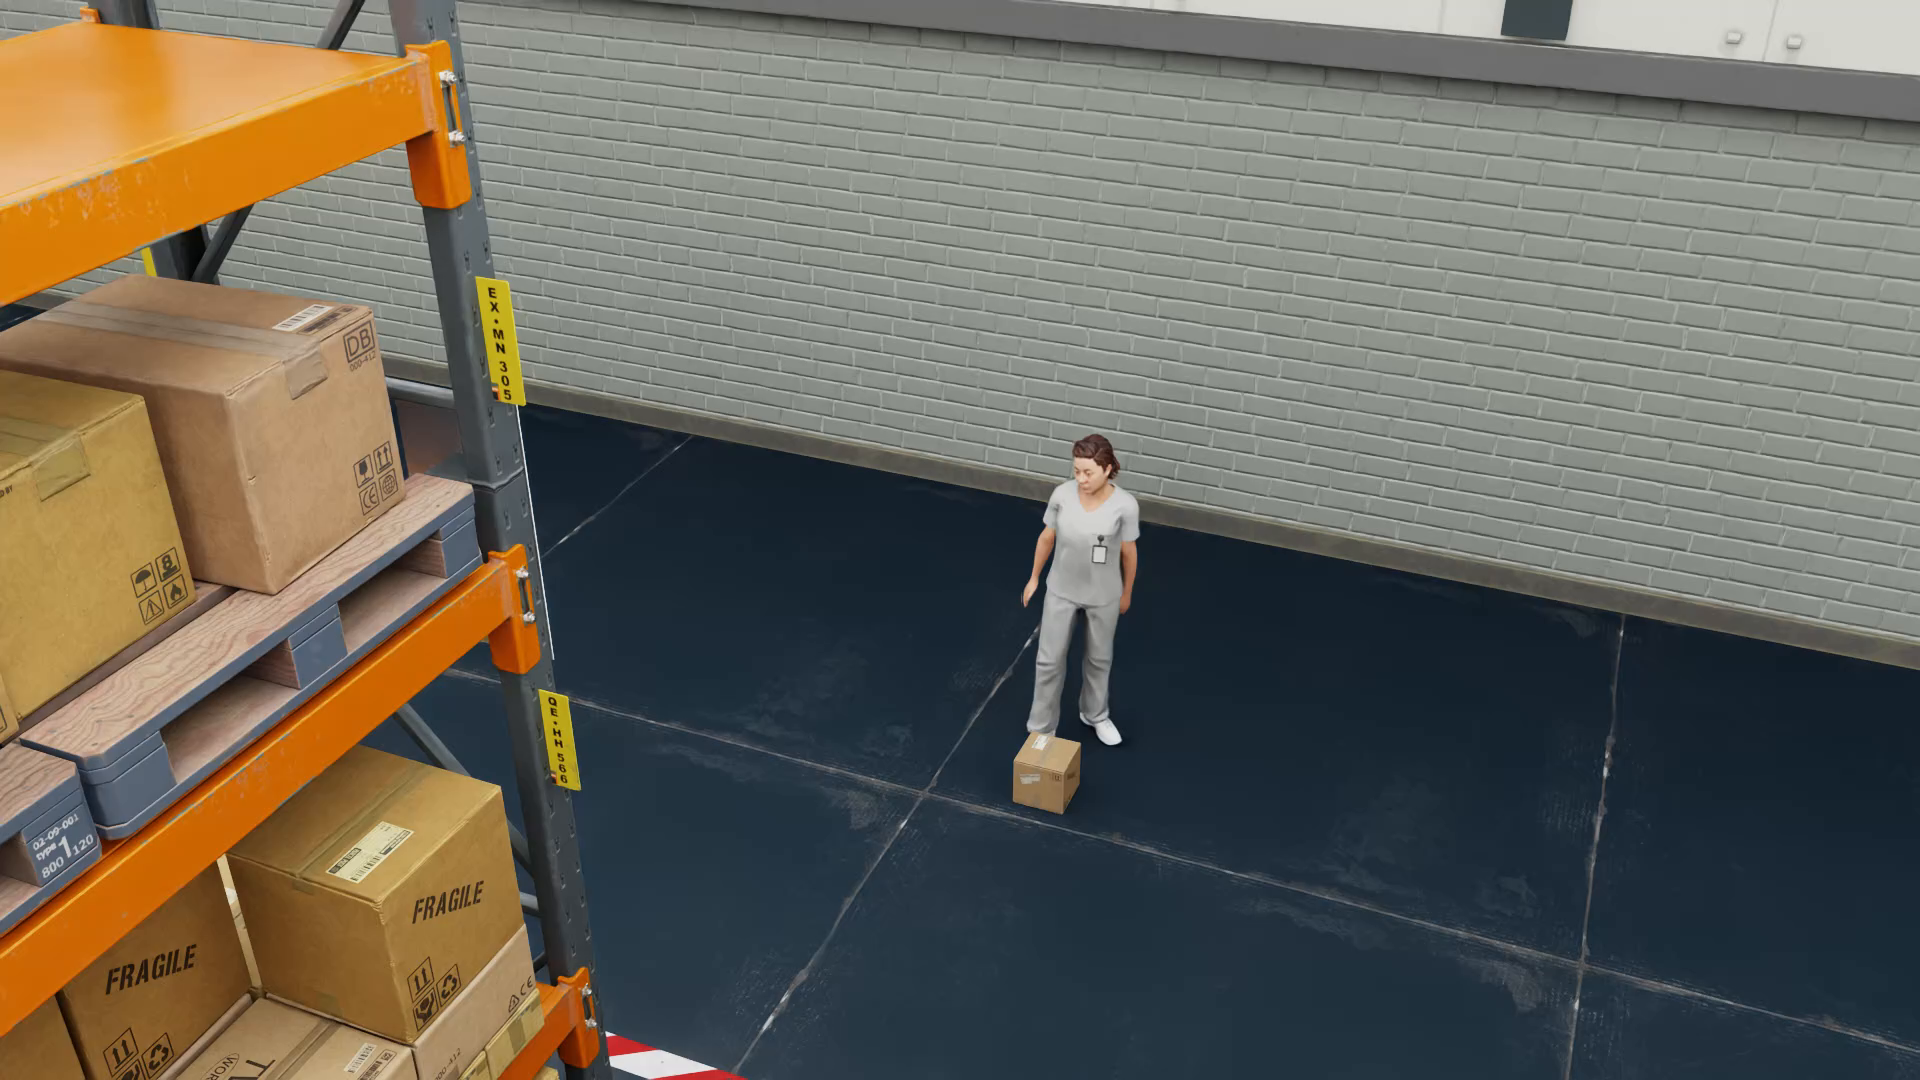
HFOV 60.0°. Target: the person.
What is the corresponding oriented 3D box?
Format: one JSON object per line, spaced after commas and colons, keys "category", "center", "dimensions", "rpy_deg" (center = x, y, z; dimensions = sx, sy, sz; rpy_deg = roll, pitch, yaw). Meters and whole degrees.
{"category": "person", "center": [0.556, 0.277, 7.875], "dimensions": [0.540, 1.680, 0.501], "rpy_deg": [6, 30, 11]}
